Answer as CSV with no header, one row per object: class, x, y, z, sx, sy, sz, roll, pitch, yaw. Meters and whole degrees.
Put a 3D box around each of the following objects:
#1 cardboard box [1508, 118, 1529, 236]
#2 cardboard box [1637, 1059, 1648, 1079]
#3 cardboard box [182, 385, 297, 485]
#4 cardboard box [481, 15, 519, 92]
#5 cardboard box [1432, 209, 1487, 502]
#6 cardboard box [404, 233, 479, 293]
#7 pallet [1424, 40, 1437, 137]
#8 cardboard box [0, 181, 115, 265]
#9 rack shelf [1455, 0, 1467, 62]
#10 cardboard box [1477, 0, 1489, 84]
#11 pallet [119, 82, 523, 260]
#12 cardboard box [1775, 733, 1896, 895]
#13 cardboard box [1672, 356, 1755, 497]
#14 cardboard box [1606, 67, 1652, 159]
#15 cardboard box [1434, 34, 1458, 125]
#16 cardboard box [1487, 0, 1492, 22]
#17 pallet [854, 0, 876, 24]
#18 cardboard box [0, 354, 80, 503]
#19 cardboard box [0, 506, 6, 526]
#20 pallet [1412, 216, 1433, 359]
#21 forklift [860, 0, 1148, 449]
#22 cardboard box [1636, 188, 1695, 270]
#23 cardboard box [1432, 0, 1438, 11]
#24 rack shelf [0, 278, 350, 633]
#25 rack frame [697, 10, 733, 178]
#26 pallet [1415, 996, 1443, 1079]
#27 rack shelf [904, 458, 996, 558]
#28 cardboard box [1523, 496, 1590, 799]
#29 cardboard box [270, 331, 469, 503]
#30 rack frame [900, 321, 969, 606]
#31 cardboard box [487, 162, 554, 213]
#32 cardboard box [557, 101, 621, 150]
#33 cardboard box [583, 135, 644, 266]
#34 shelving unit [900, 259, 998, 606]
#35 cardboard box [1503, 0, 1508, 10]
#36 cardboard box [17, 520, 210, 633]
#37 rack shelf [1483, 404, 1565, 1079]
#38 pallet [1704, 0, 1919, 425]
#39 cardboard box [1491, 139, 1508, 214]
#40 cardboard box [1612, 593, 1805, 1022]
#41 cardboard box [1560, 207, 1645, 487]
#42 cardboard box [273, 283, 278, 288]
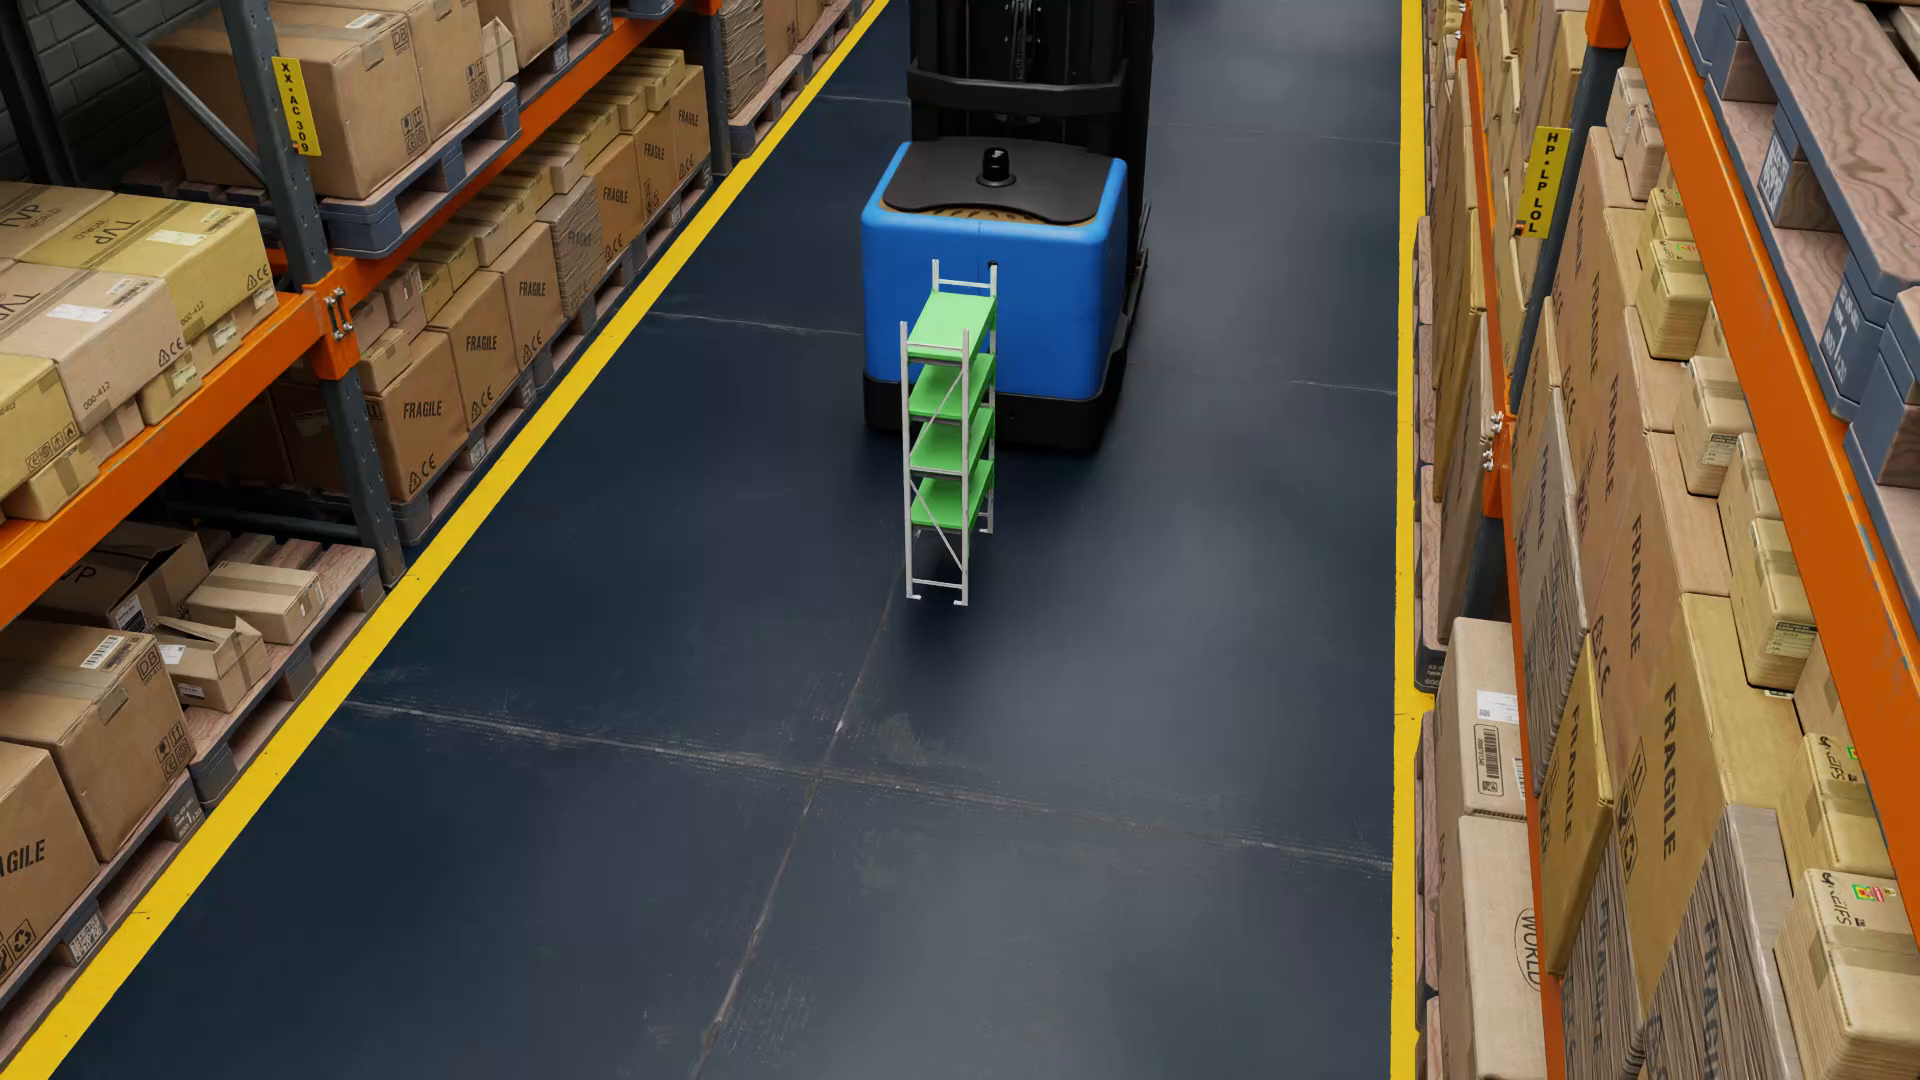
cardboard box,2.119,-1.210,5.565,0.500,0.250,0.500,8,37,11
cardboard box,1.275,1.160,2.509,0.500,0.500,0.500,7,36,9
cardboard box,-2.871,-0.594,6.786,0.500,0.500,0.500,7,37,10
cardboard box,-2.015,-1.981,6.685,0.396,0.266,0.258,9,37,12
cardboard box,2.403,-0.691,6.601,0.875,0.875,0.875,8,37,11
cardboard box,-2.278,-1.186,7.050,0.380,0.149,0.250,7,36,9
pallet,3.449,-2.807,10.443,1.003,0.211,1.213,7,37,10
cardboard box,-3.056,-0.927,5.347,0.500,0.250,0.500,7,37,9
rack shelf,3.445,-3.646,9.837,1.077,0.370,4.000,7,37,10
cardboard box,2.575,-2.184,7.336,0.500,0.250,0.500,6,36,9
pallet,-2.409,-1.484,6.405,1.003,0.211,1.213,7,37,10
cardboard box,1.287,0.411,2.137,0.380,0.149,0.250,8,37,11
cardboard box,1.498,-0.186,2.961,0.380,0.149,0.250,7,37,10
cardboard box,1.842,-1.057,4.162,0.380,0.149,0.250,7,36,9
cardboard box,3.298,-2.643,9.722,0.950,0.372,0.625,7,36,9
cardboard box,2.557,-2.377,7.175,0.500,0.250,0.500,8,37,11
pallet,-1.097,-4.148,12.293,1.003,0.211,1.213,7,37,10
cardboard box,-2.769,-0.281,4.456,0.500,0.250,0.500,7,37,10
cardboard box,-2.848,-0.066,4.500,0.380,0.149,0.250,8,37,11
pallet,2.775,-1.219,8.252,1.003,0.211,1.213,7,37,10
forklift,0.363,-2.441,7.620,1.130,2.935,3.031,7,36,9
cardboard box,1.677,-0.621,3.561,0.380,0.149,0.250,7,37,10
cardboard box,3.762,-3.889,11.441,0.950,0.372,0.625,8,37,11
rack shelf,-3.114,0.320,4.365,1.077,0.370,4.000,7,37,10
rack frame,-1.832,-3.411,8.900,1.000,3.000,0.127,7,37,10
pallet,1.666,1.759,4.143,1.003,0.211,1.213,7,37,10
rack shelf,-0.035,-0.145,6.445,0.258,0.148,0.480,7,37,10
cardboard box,1.583,0.271,3.735,0.500,0.500,0.500,8,37,10
cardboard box,-2.364,-0.524,6.690,0.500,0.500,0.500,9,37,12
rack frame,-0.087,-0.251,6.074,0.240,1.200,0.015,7,37,10
cardboard box,-2.103,-1.625,7.656,0.380,0.149,0.250,7,37,10
cardboard box,-1.919,-2.065,8.262,0.380,0.149,0.250,8,37,11
cardboard box,-1.939,-1.713,8.330,0.500,0.500,0.500,9,37,12
shelving unit,-0.035,-0.391,6.267,0.258,1.200,0.503,7,37,10
cardboard box,2.451,-2.404,6.573,0.500,0.500,0.500,8,37,11
cardboard box,-3.059,0.150,5.920,0.500,0.311,0.500,9,37,12
rack shelf,1.736,0.940,3.509,1.077,0.370,4.000,7,37,10
pallet,1.715,-0.511,2.419,1.003,0.211,1.213,7,37,10
cardboard box,2.249,-1.304,6.121,0.500,0.250,0.500,6,36,9
cardboard box,1.371,0.458,2.625,0.500,0.500,0.500,7,37,10
cardboard box,1.711,-0.411,3.824,0.500,0.500,0.500,7,36,9
cardboard box,-2.839,-0.937,6.706,0.380,0.149,0.250,7,37,10
